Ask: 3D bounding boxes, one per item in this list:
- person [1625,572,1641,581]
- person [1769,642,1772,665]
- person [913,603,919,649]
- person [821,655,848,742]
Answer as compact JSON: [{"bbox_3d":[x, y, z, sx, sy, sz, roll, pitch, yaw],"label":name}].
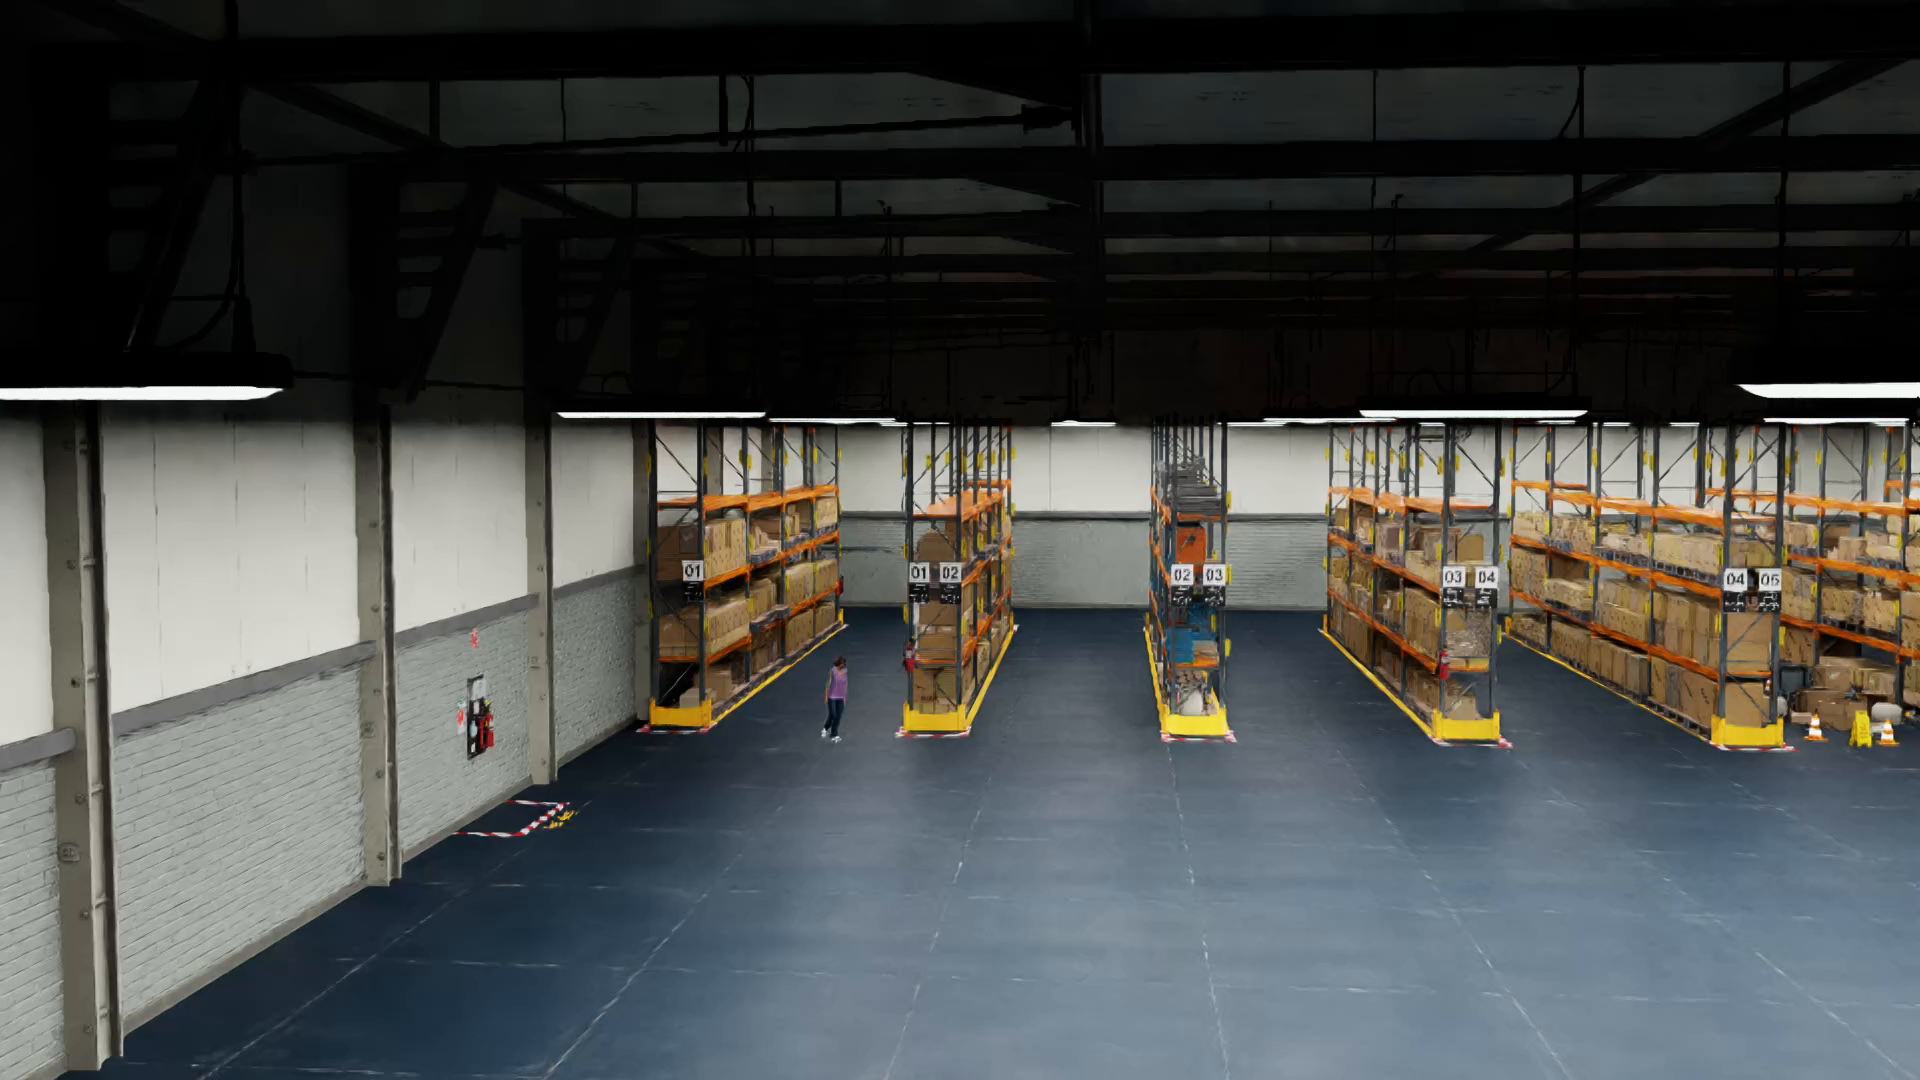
[{"bbox_3d":[19.839,1.557,49.034,0.614,1.762,0.594,-2,4,-27],"label":"person"},{"bbox_3d":[18.411,2.263,37.966,0.580,1.785,0.664,2,4,28],"label":"person"},{"bbox_3d":[-0.938,1.959,43.058,0.588,1.700,1.189,0,4,3],"label":"person"},{"bbox_3d":[-2.293,2.883,30.394,0.473,1.589,0.472,-3,5,-33],"label":"person"}]
